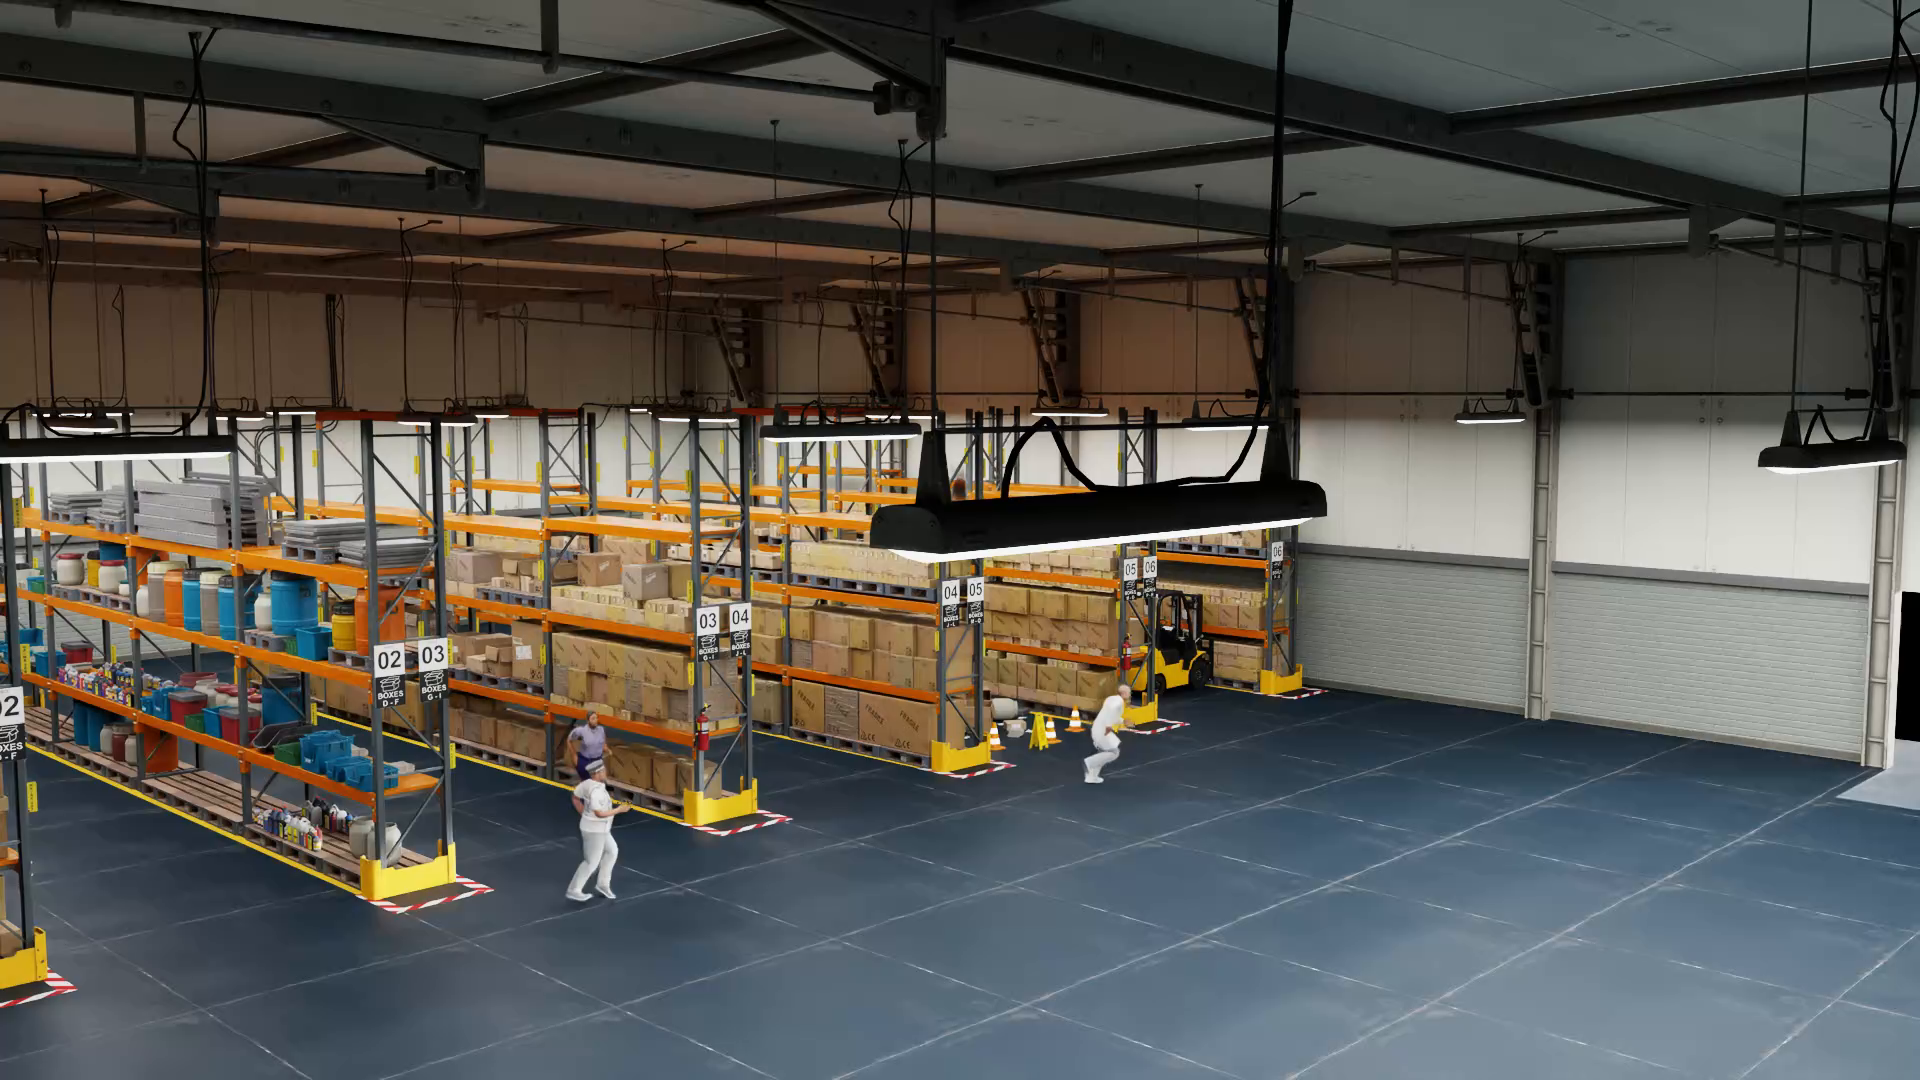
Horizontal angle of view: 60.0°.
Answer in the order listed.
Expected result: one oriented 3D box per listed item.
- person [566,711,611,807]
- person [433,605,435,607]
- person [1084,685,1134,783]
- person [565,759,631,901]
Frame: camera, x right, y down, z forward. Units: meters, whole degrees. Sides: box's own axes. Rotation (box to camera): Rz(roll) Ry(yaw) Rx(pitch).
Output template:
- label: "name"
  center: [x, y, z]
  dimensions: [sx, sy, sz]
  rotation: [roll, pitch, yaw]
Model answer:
- label: "person"
  center: [-5.505, 3.364, 24.674]
  dimensions: [0.842, 1.686, 0.537]
  rotation: [4, 6, 38]
- label: "person"
  center: [-11.766, 2.249, 37.030]
  dimensions: [0.566, 1.594, 0.571]
  rotation: [-4, 6, -38]
- label: "person"
  center: [2.436, 3.158, 26.944]
  dimensions: [0.867, 1.599, 0.736]
  rotation: [-1, 5, -11]
- label: "person"
  center: [-4.511, 3.642, 20.685]
  dimensions: [0.815, 1.840, 0.611]
  rotation: [-2, 5, -17]
